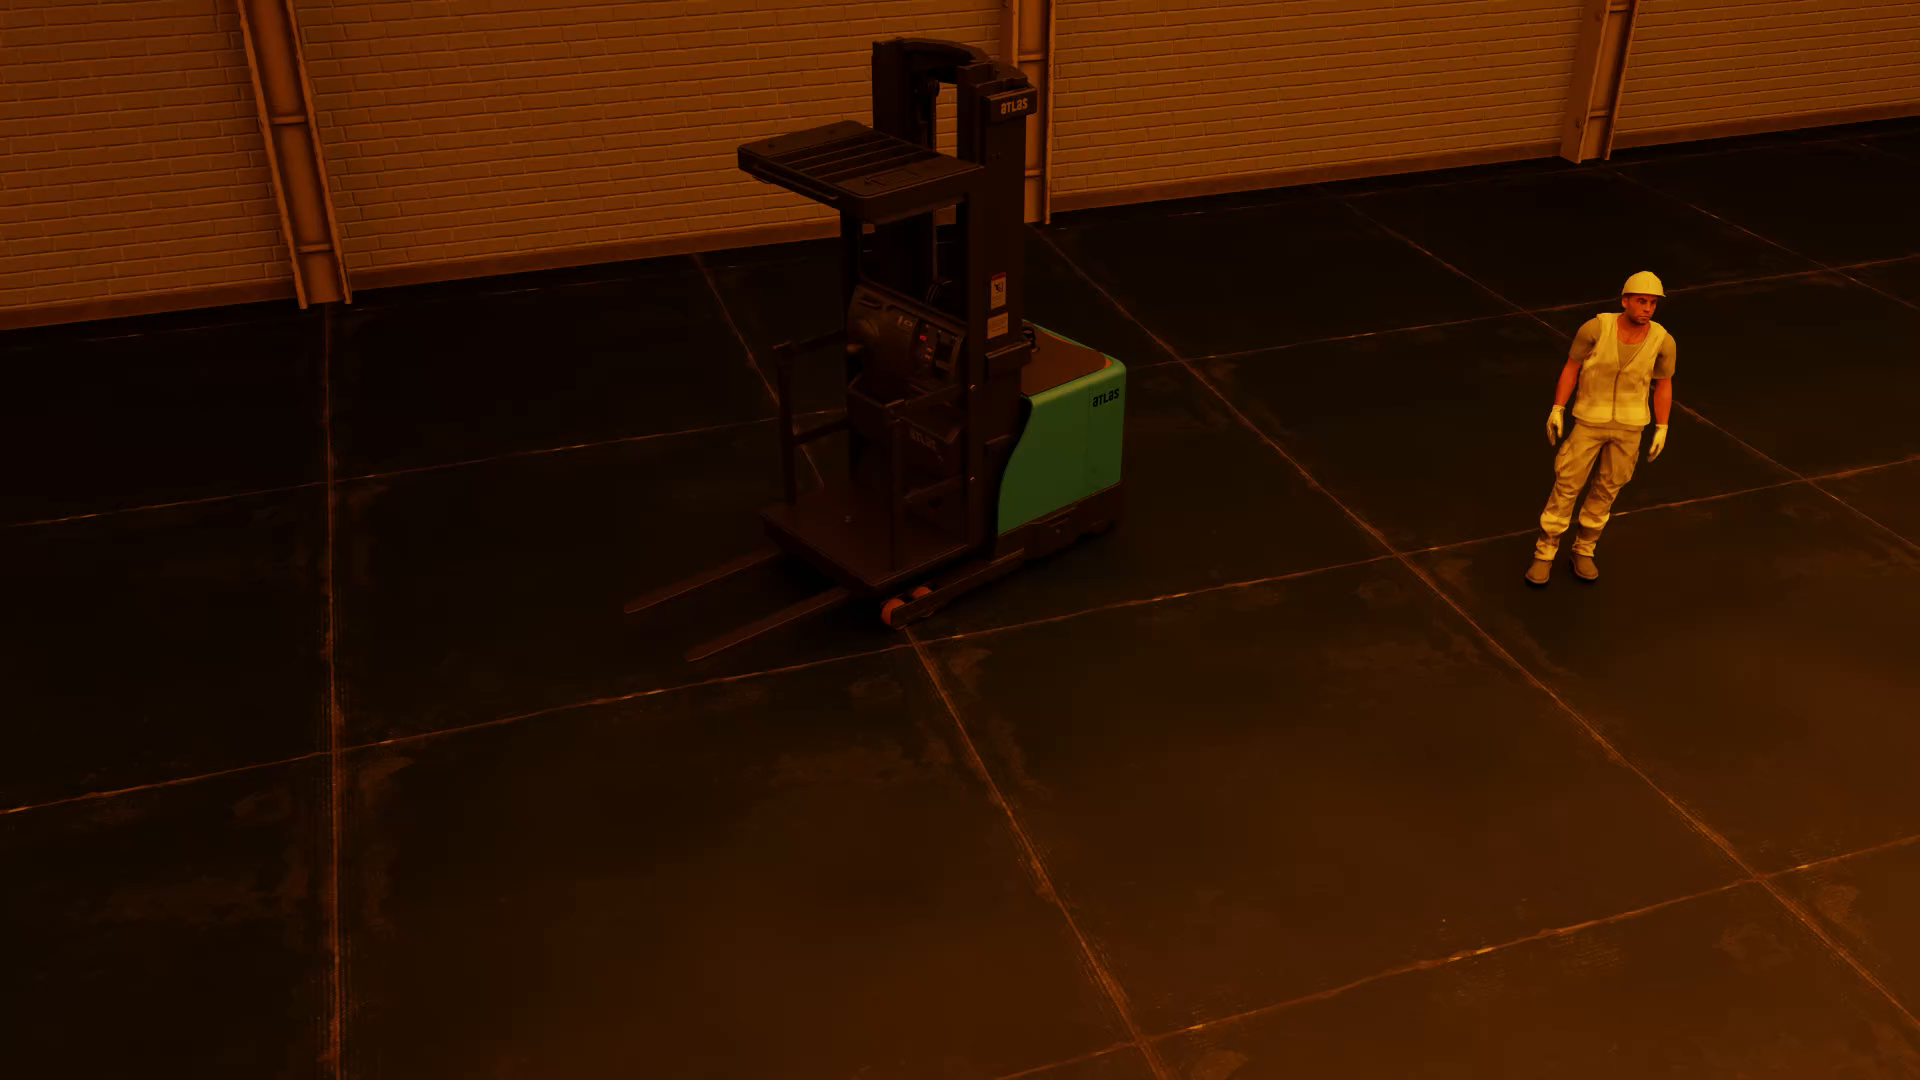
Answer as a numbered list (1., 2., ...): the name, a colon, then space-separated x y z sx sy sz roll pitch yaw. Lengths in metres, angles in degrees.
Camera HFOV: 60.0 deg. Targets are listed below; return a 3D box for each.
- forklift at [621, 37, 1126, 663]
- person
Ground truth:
1. forklift: -0.461 -1.072 8.951 3.031 2.935 1.130 -23 37 -34
2. person: 3.609 -0.605 9.268 0.637 1.789 0.564 7 31 12
